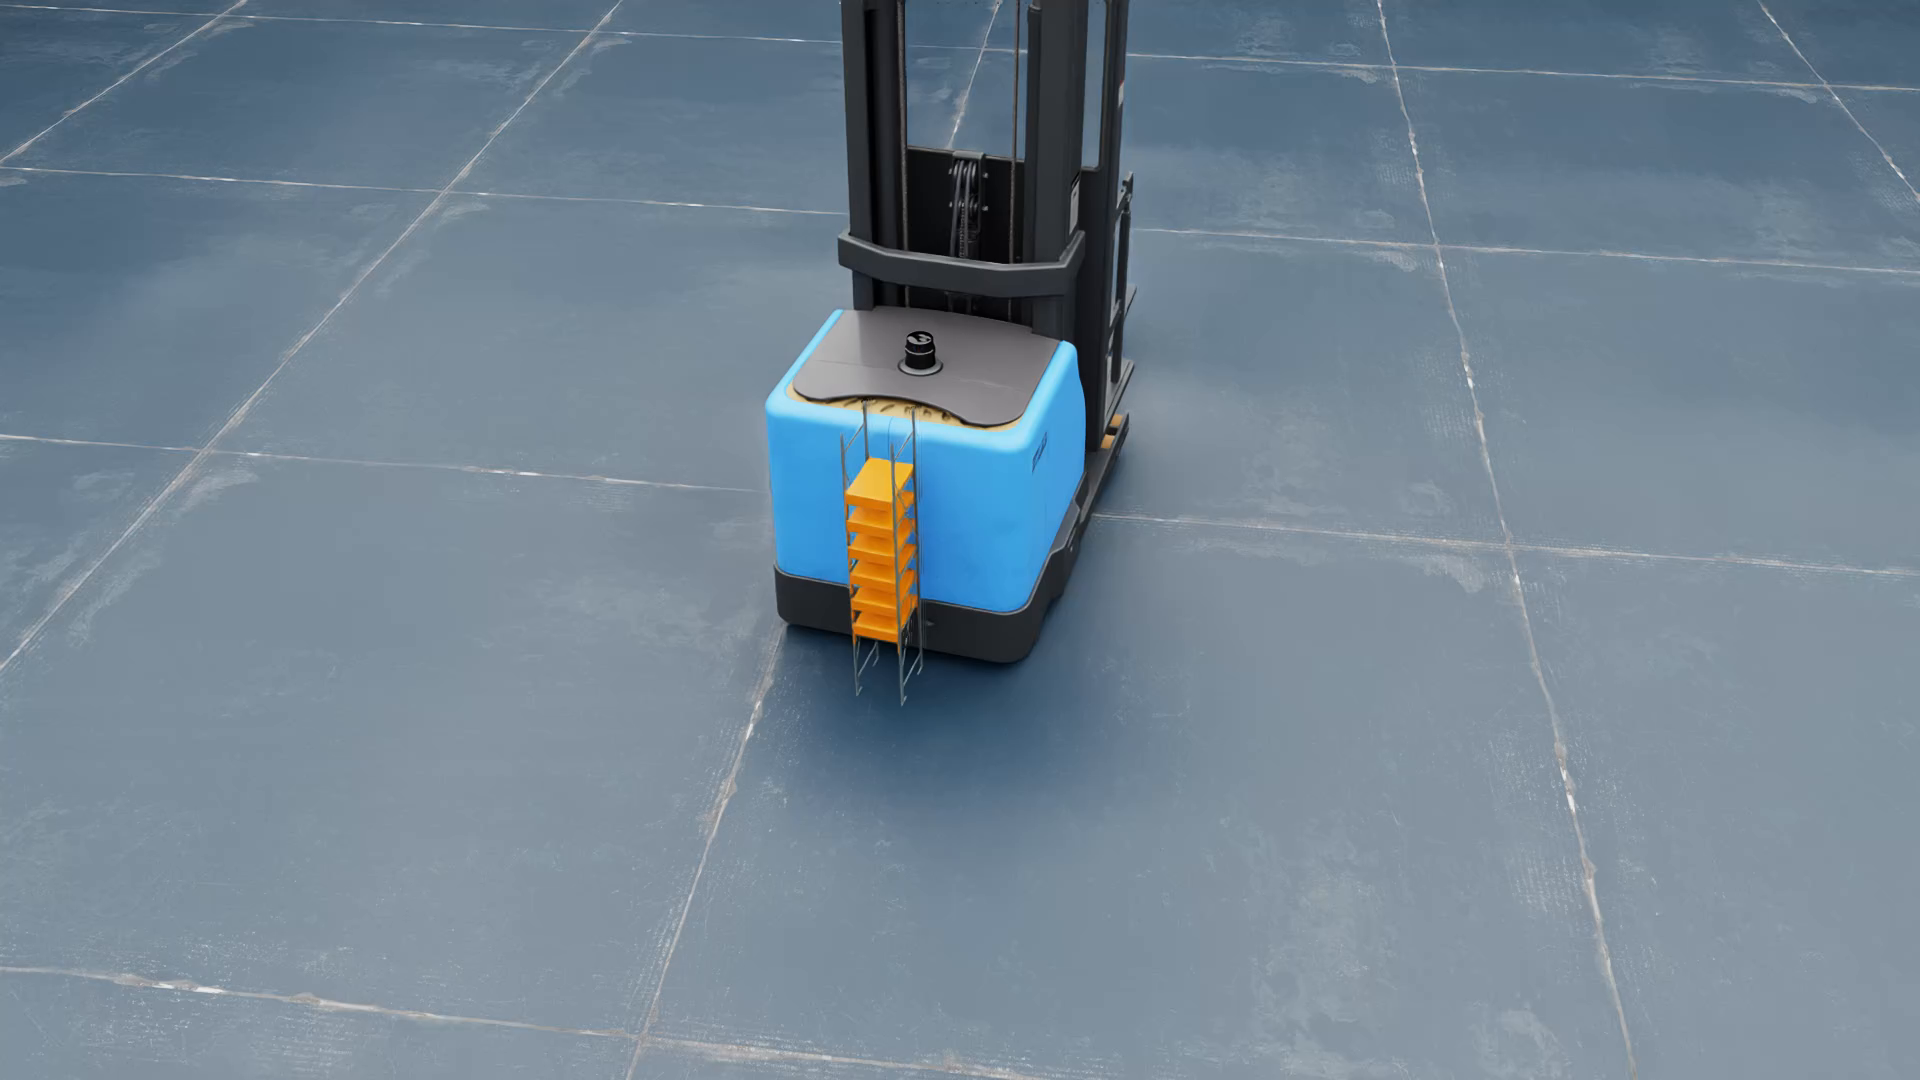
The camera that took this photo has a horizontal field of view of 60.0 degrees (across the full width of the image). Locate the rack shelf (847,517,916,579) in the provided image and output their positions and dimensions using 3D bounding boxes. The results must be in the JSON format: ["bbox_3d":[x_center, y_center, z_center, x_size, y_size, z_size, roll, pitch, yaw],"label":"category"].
[{"bbox_3d":[-0.279,0.011,6.065,0.180,0.103,0.258,11,39,15],"label":"rack shelf"}]

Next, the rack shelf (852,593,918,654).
[{"bbox_3d":[-0.276,0.298,6.282,0.180,0.103,0.258,11,39,15],"label":"rack shelf"}]

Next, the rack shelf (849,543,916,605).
[{"bbox_3d":[-0.278,0.107,6.137,0.180,0.103,0.258,11,39,15],"label":"rack shelf"}]

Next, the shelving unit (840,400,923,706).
[{"bbox_3d":[-0.278,0.071,6.110,0.189,1.200,0.258,11,39,15],"label":"shelving unit"}]

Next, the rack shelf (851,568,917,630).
[{"bbox_3d":[-0.277,0.202,6.210,0.180,0.103,0.258,11,39,15],"label":"rack shelf"}]

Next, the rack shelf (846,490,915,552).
[{"bbox_3d":[-0.280,-0.085,5.992,0.180,0.103,0.258,11,39,15],"label":"rack shelf"}]

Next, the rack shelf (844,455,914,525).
[{"bbox_3d":[-0.281,-0.180,5.920,0.180,0.103,0.258,11,39,15],"label":"rack shelf"}]

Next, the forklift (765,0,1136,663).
[{"bbox_3d":[0.168,-1.572,6.929,1.130,2.935,3.031,10,37,13],"label":"forklift"}]

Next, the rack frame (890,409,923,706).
[{"bbox_3d":[-0.191,0.088,6.087,0.006,1.200,0.240,11,39,15],"label":"rack frame"}]

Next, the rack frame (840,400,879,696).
[{"bbox_3d":[-0.365,0.055,6.134,0.006,1.200,0.240,11,39,15],"label":"rack frame"}]
